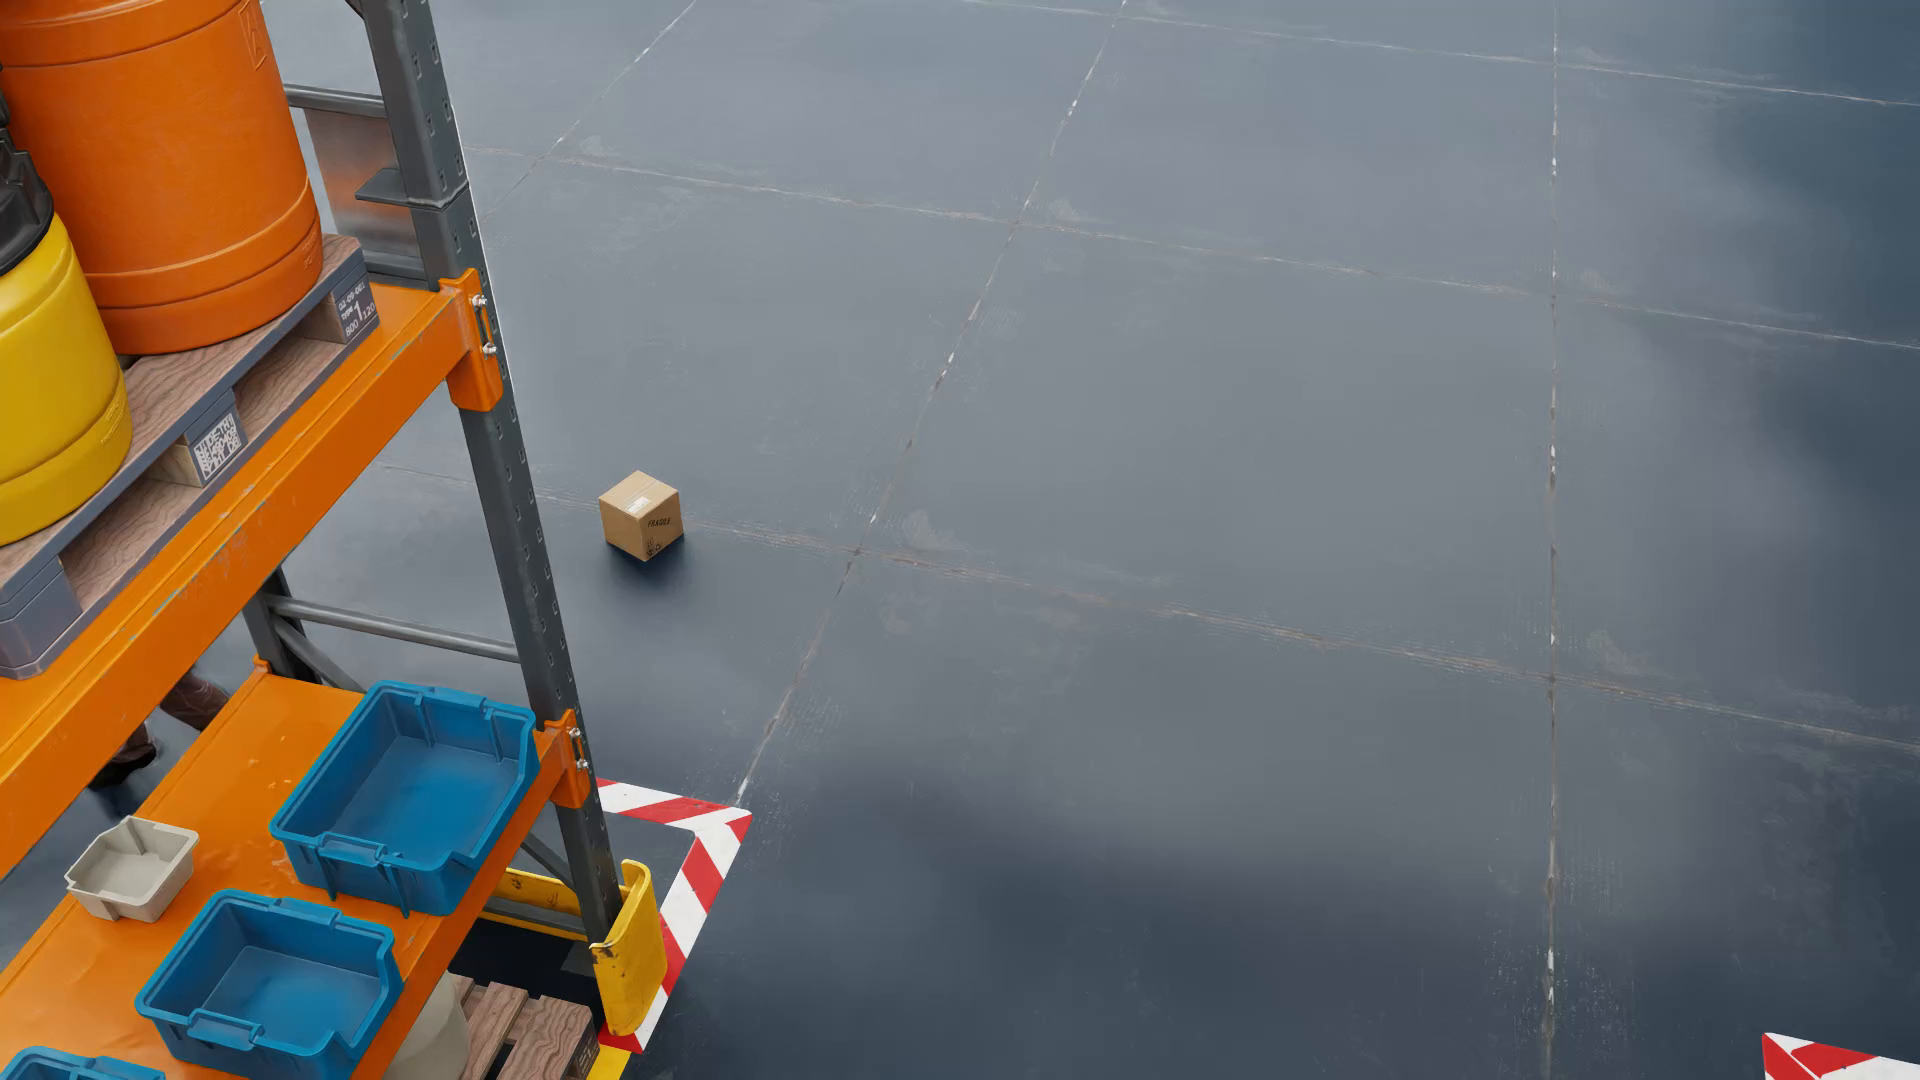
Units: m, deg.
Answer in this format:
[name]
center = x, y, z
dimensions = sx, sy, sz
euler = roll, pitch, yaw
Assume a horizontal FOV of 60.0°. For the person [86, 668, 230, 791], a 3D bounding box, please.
[person]
center = -2.981, 0.289, 5.856
dimensions = 0.635, 1.761, 0.578
euler = -26, 47, -27
